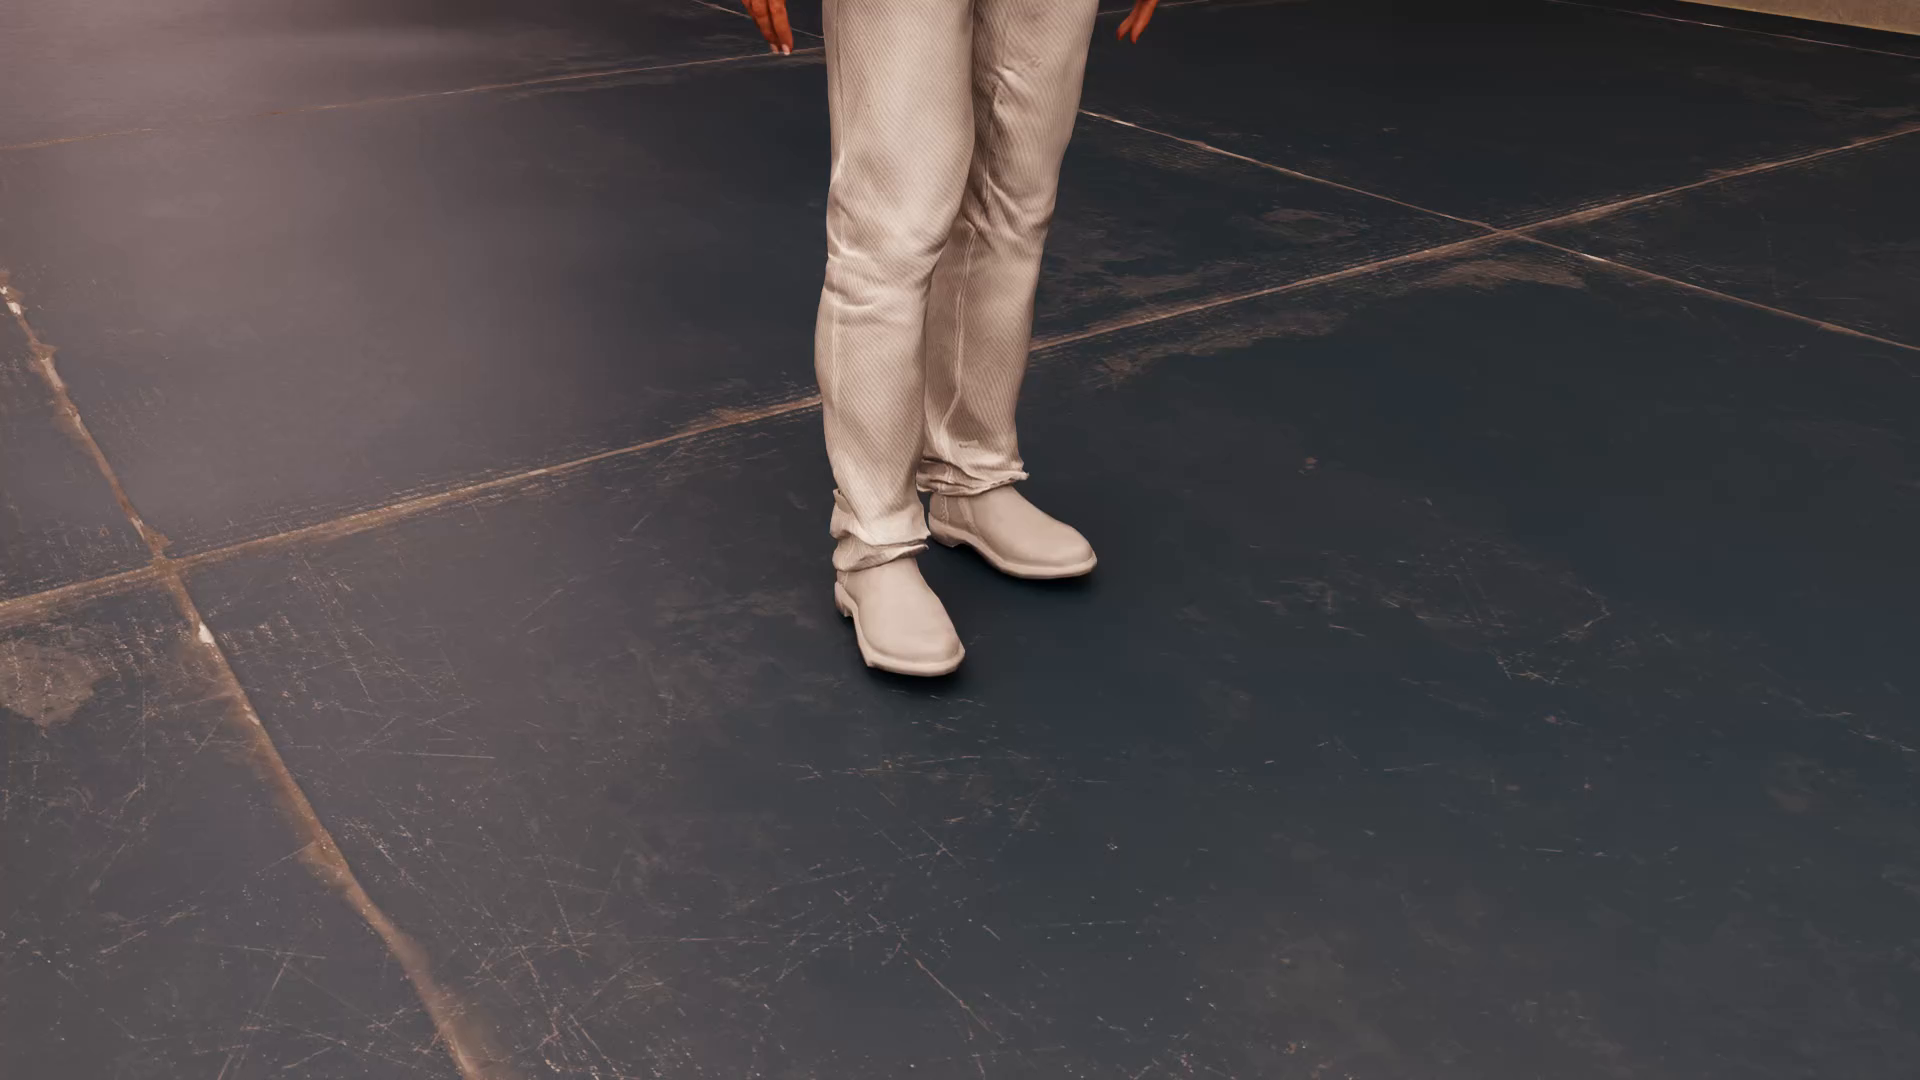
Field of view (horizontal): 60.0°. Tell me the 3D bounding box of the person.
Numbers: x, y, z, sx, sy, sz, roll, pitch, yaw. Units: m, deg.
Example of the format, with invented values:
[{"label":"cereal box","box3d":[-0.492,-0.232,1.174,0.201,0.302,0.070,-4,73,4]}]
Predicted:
[{"label":"person","box3d":[0.036,-0.768,2.047,0.665,1.769,0.574,-17,31,-31]}]
